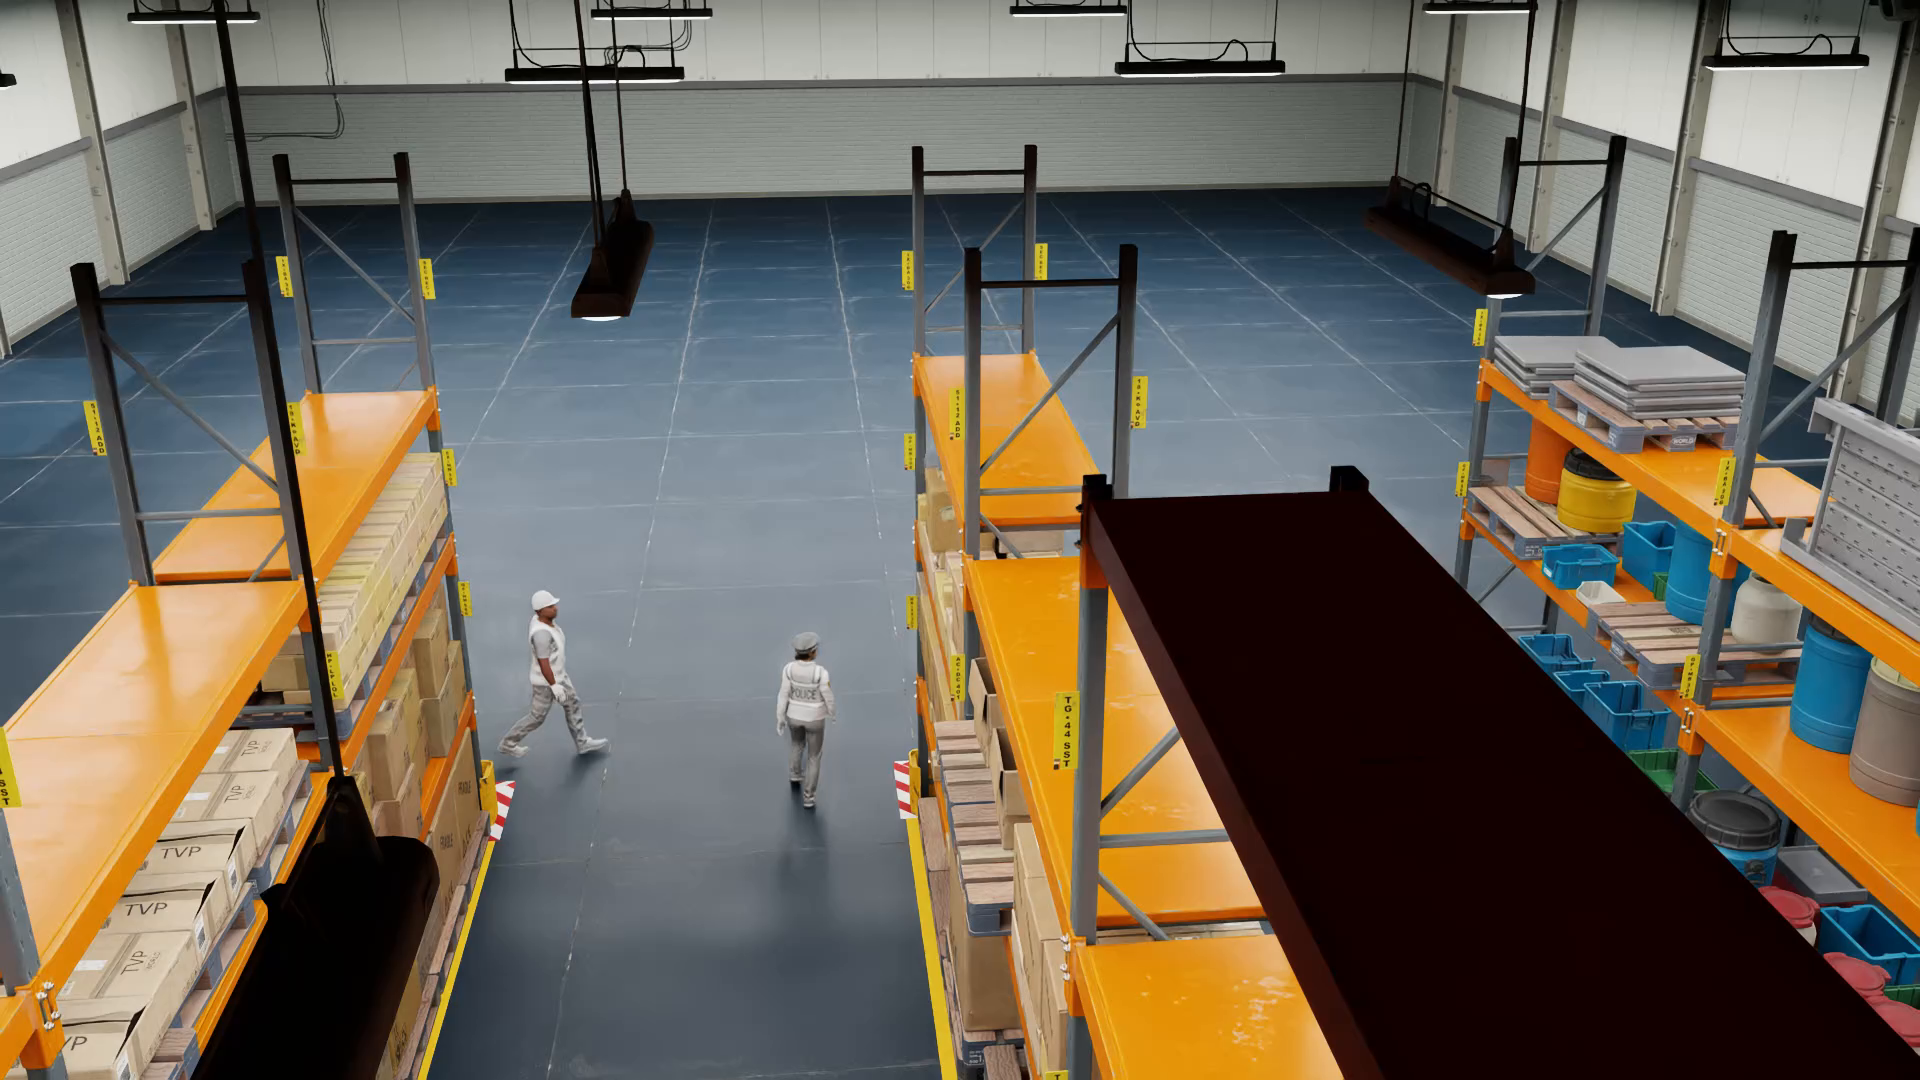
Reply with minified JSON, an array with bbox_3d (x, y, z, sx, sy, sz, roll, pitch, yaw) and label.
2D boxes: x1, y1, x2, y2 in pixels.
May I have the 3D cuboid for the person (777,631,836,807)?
[{"bbox_3d":[-1.392,1.604,15.339,0.589,1.690,0.616,7,23,16],"label":"person"}]

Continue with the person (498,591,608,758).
[{"bbox_3d":[-3.970,1.315,15.951,1.044,1.746,0.605,-4,22,-9],"label":"person"}]
